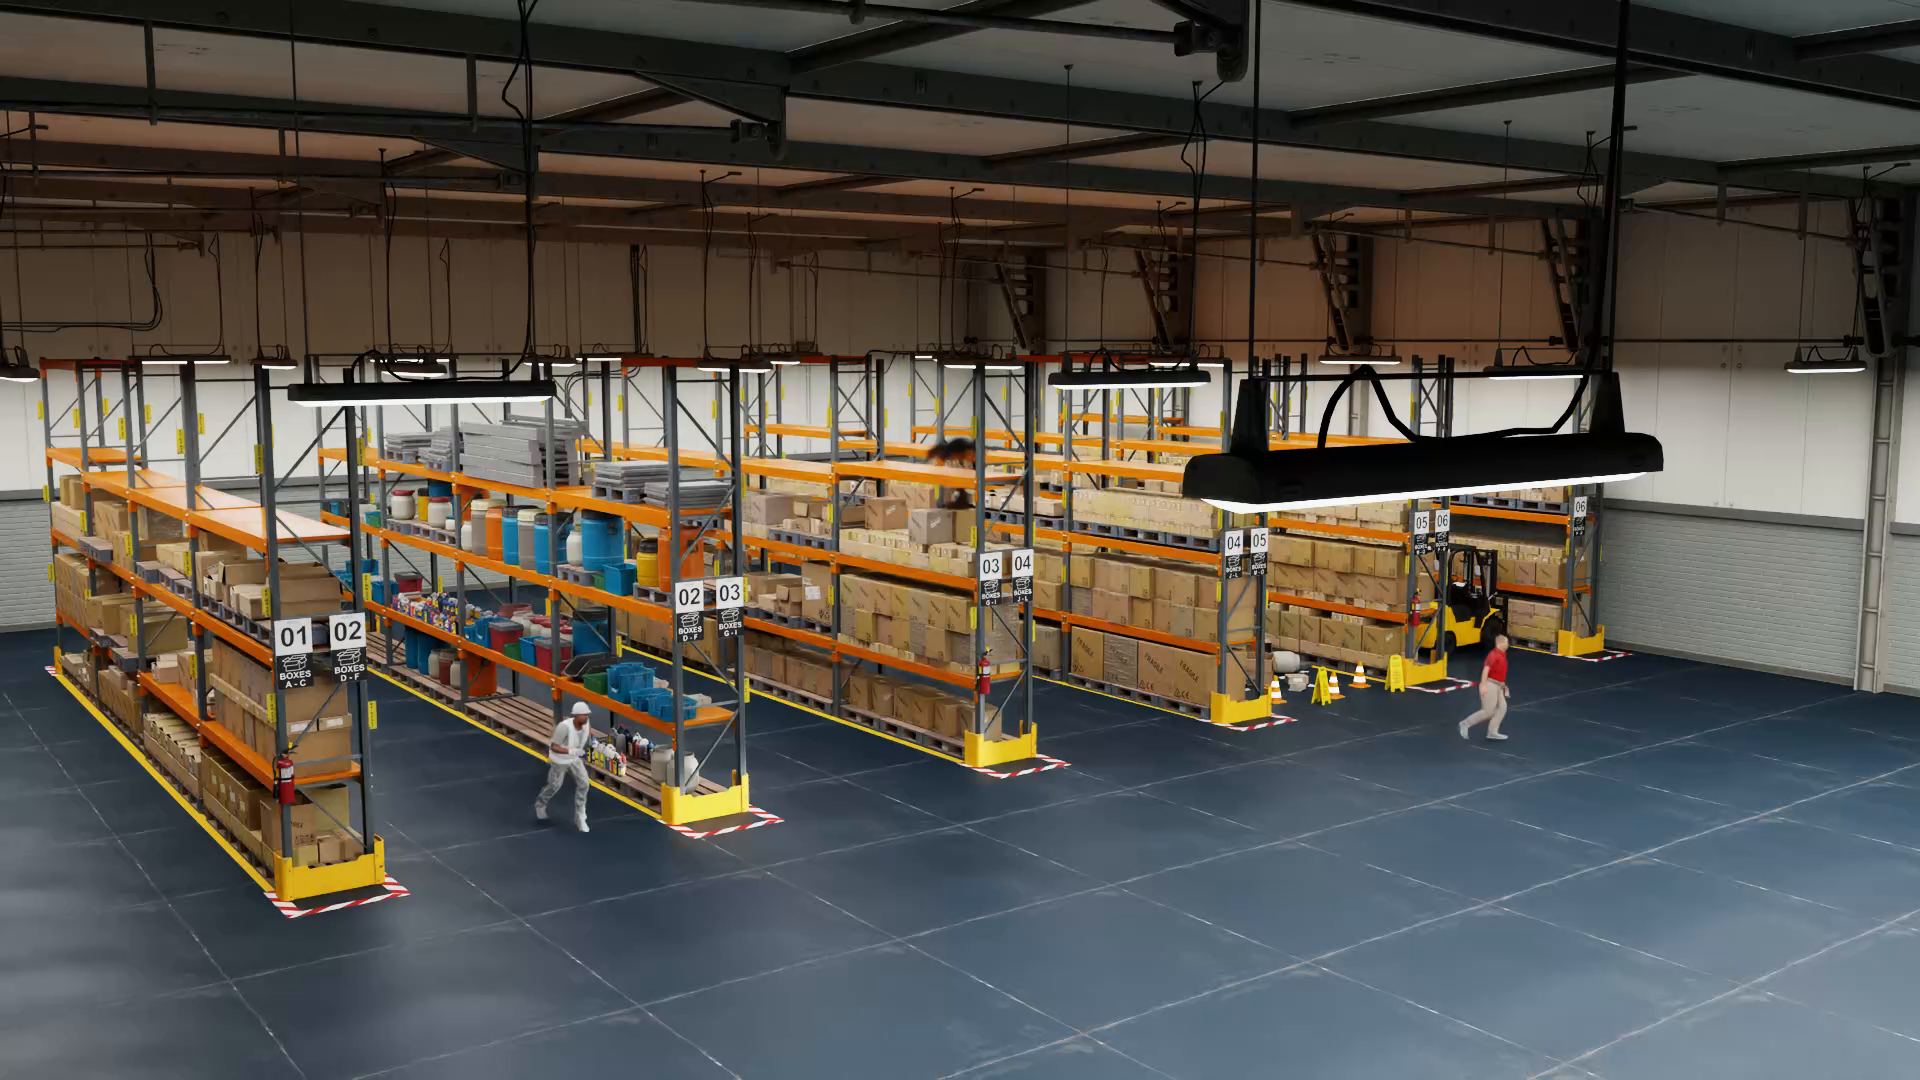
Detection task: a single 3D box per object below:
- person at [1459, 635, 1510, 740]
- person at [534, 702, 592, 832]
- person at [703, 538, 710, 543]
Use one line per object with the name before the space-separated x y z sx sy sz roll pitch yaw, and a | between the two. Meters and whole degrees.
person | 8.355 2.333 26.439 0.726 1.668 0.743 3 8 25
person | -5.174 2.920 21.666 1.028 1.732 0.715 4 8 33
person | -6.225 0.760 39.619 0.732 1.659 0.714 -1 7 -9
